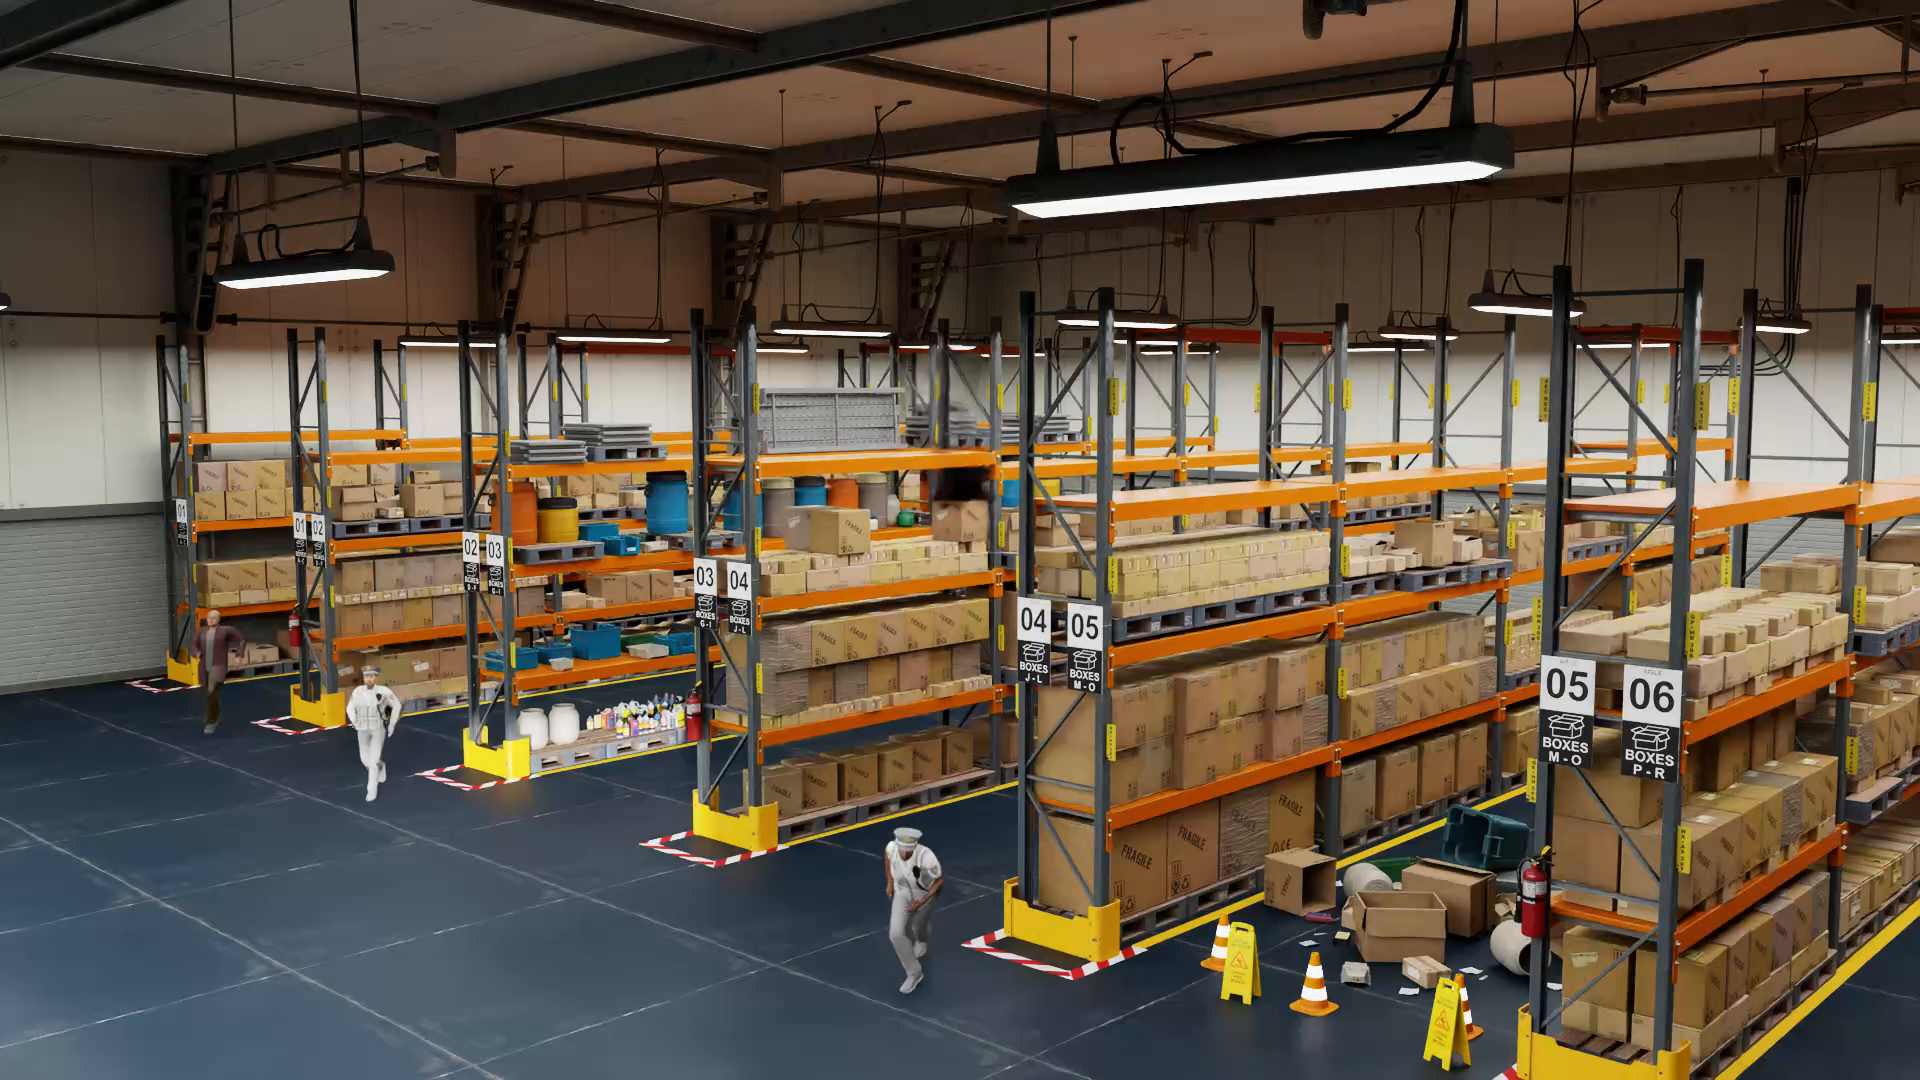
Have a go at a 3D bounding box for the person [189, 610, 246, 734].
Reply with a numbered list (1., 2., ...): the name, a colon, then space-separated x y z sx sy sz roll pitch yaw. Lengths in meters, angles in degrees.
1. person: -11.122 1.961 24.871 0.734 1.863 0.803 0 5 3

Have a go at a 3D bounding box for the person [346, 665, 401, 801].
1. person: -7.375 2.395 20.907 0.656 1.698 0.695 0 5 0

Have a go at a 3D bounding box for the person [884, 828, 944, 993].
1. person: -0.362 3.115 14.428 0.564 1.469 1.119 1 6 14
